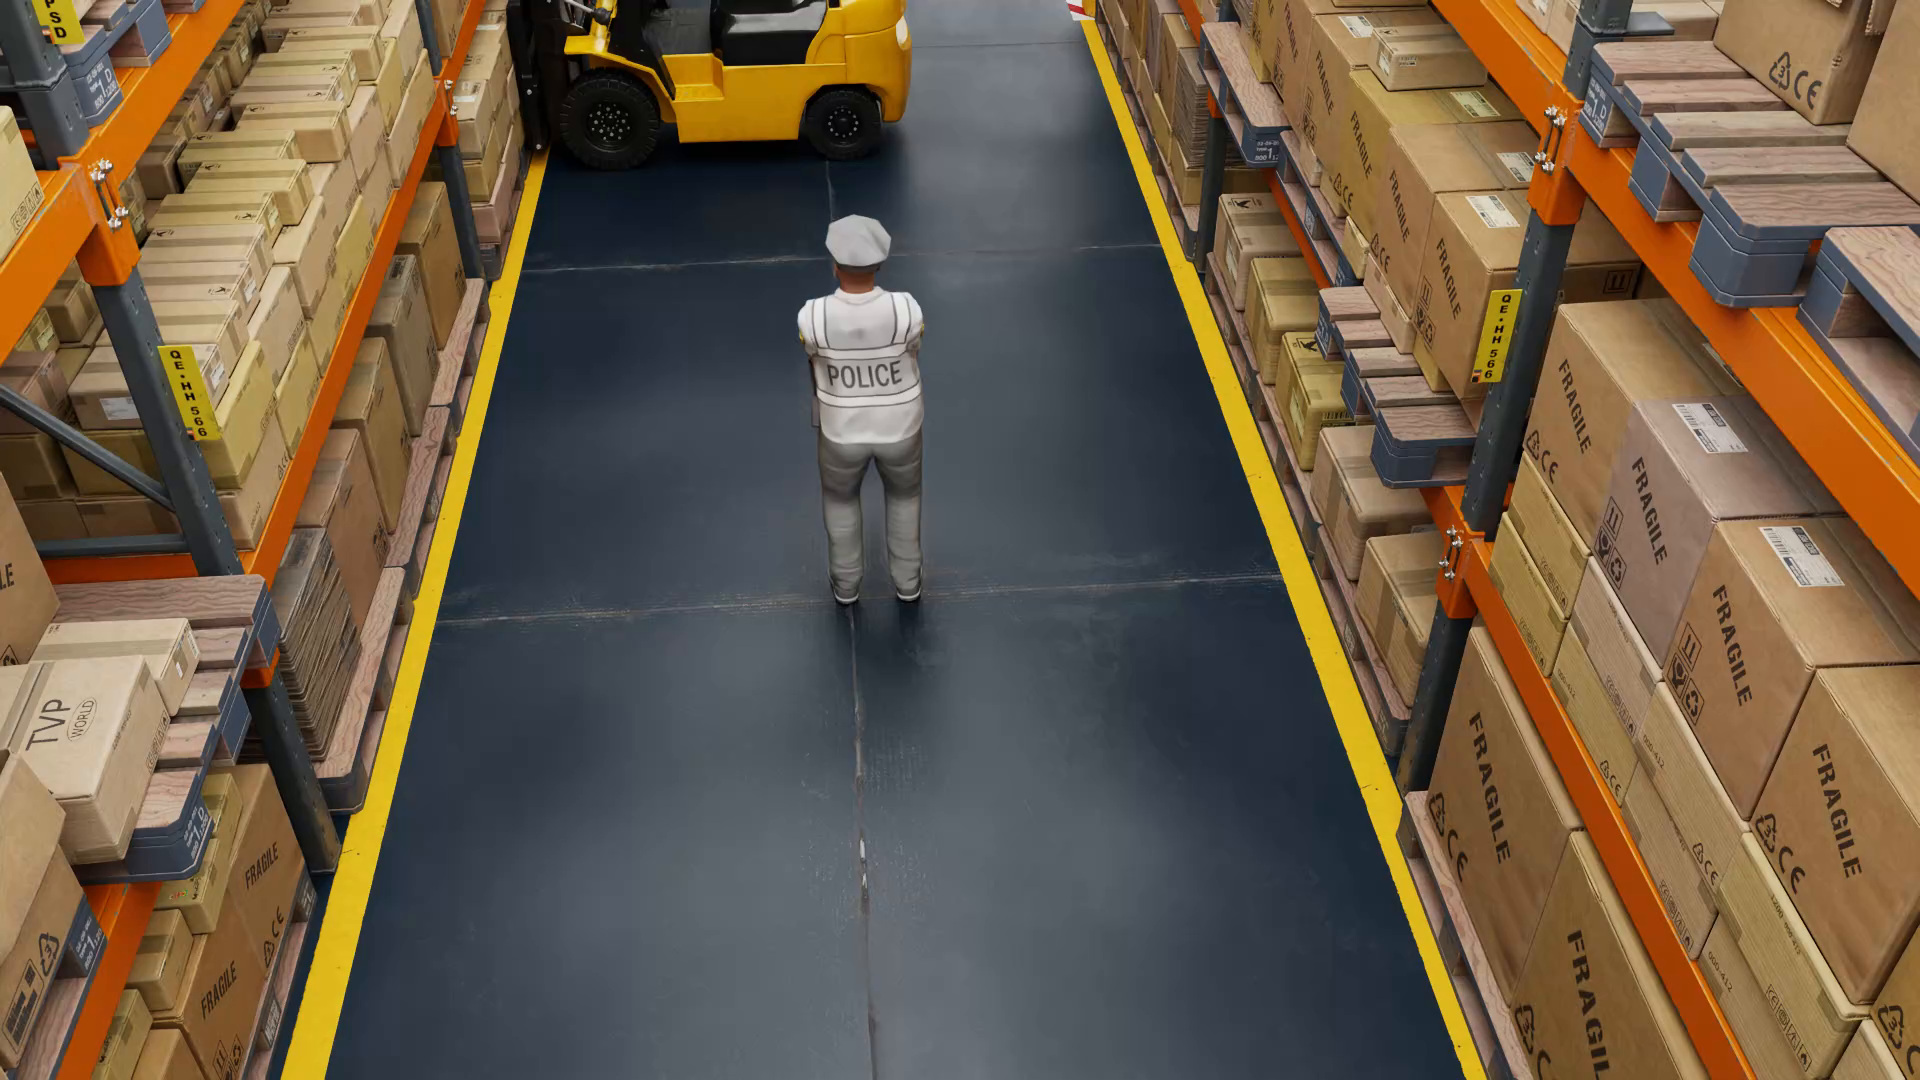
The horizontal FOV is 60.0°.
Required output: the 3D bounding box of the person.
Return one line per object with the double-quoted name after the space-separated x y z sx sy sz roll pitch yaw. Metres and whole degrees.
-0.391 -0.529 6.796 0.490 1.771 0.565 -4 39 -5 "person"
